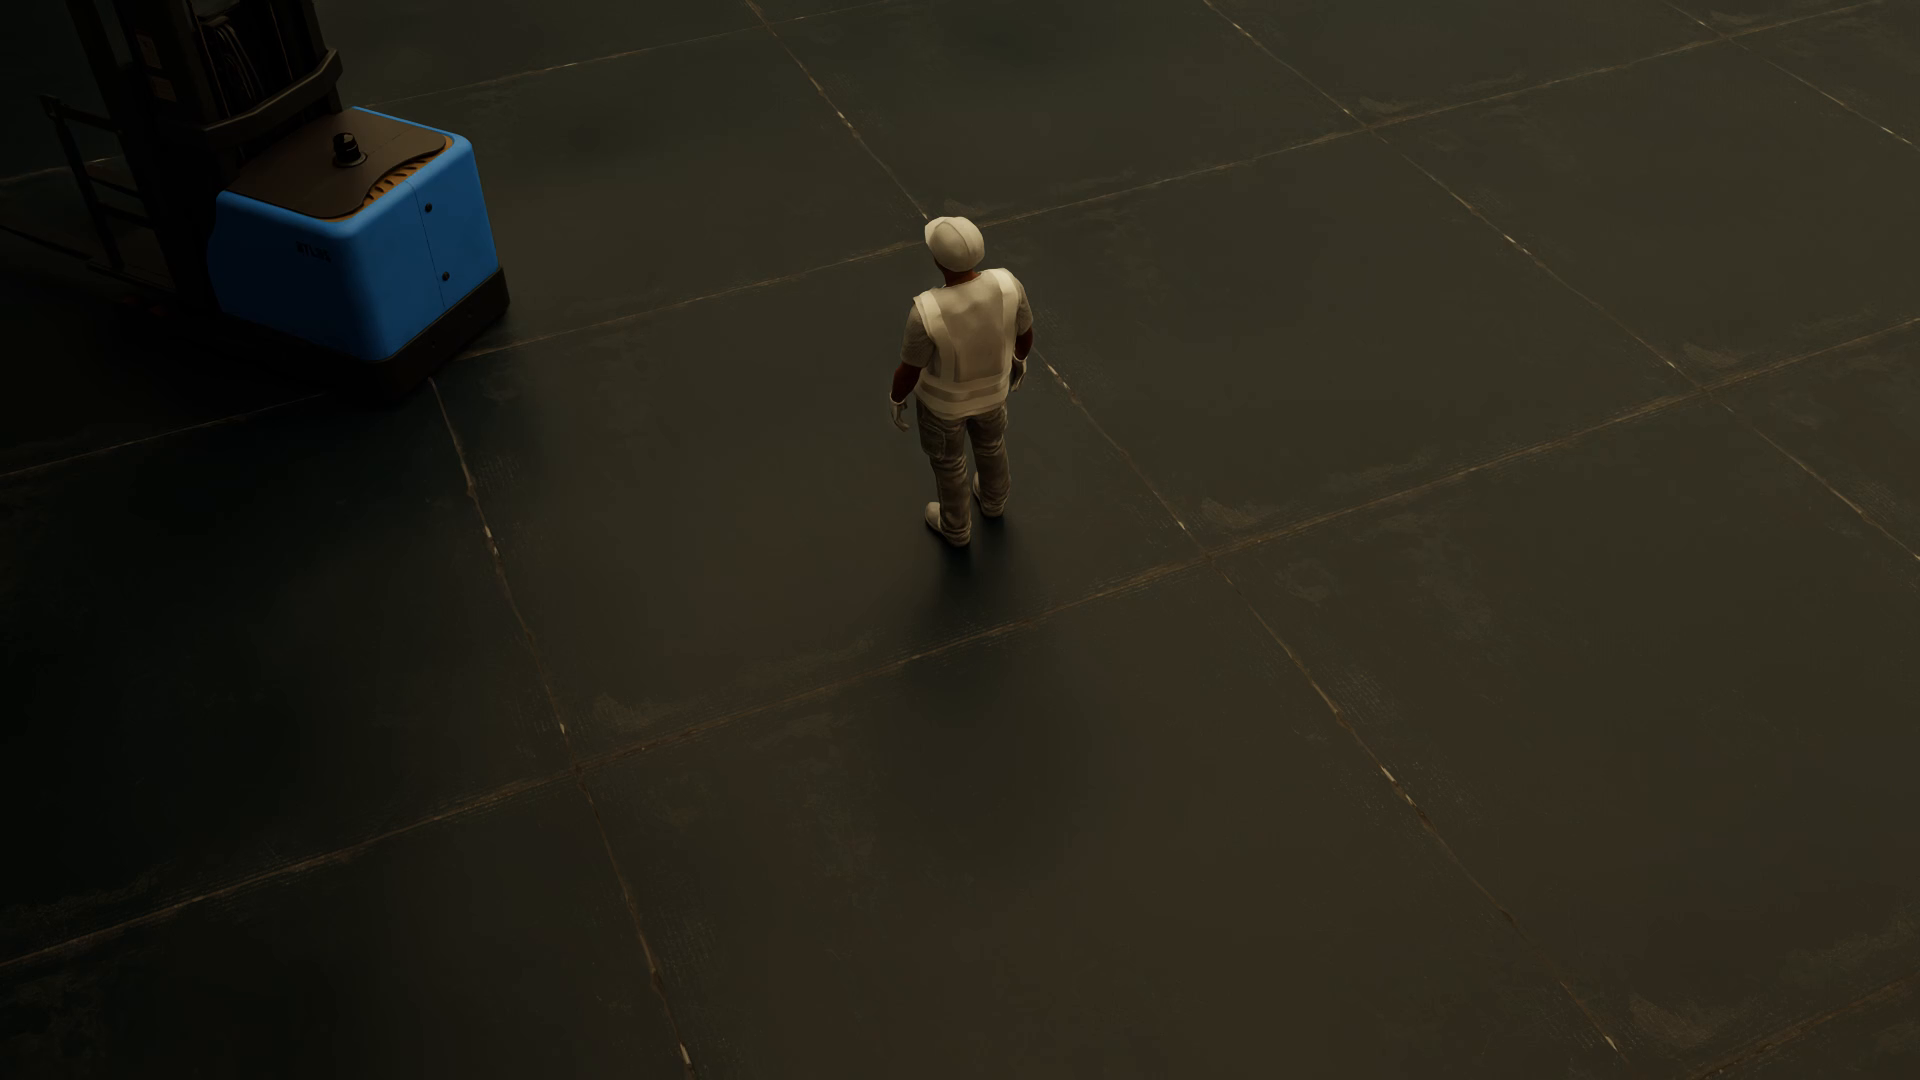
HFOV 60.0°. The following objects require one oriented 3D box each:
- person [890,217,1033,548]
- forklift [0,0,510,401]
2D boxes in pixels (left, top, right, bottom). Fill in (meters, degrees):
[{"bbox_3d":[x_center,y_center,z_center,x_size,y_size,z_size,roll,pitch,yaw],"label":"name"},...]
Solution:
[{"bbox_3d":[-0.022,-0.704,7.265,0.656,1.782,0.577,-18,46,-18],"label":"person"},{"bbox_3d":[-4.021,-2.481,8.339,3.031,2.935,1.130,19,46,19],"label":"forklift"}]
